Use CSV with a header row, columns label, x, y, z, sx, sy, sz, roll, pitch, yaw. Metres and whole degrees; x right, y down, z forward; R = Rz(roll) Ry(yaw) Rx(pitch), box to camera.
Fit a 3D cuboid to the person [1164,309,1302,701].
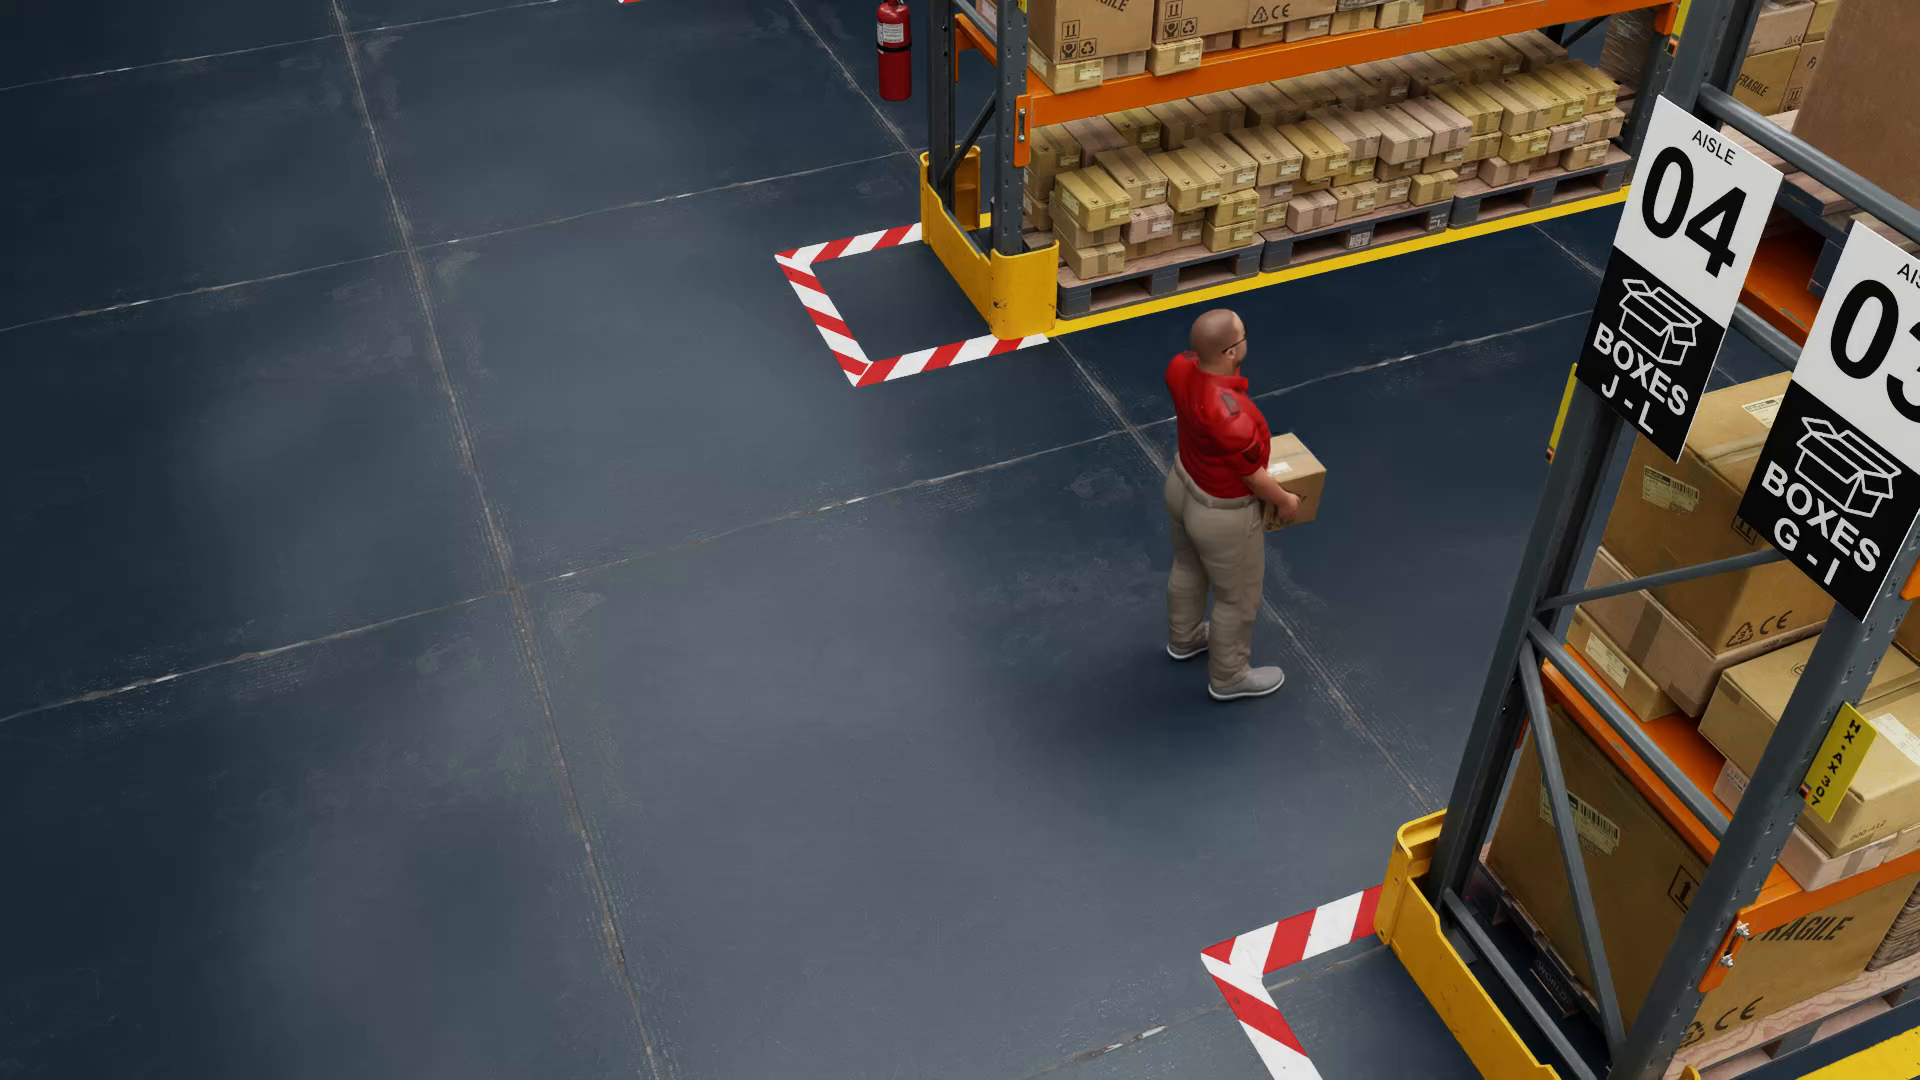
label,x,y,z,sx,sy,sz,roll,pitch,yaw
person,1.029,-0.150,6.339,0.481,1.729,0.550,-15,44,-16
